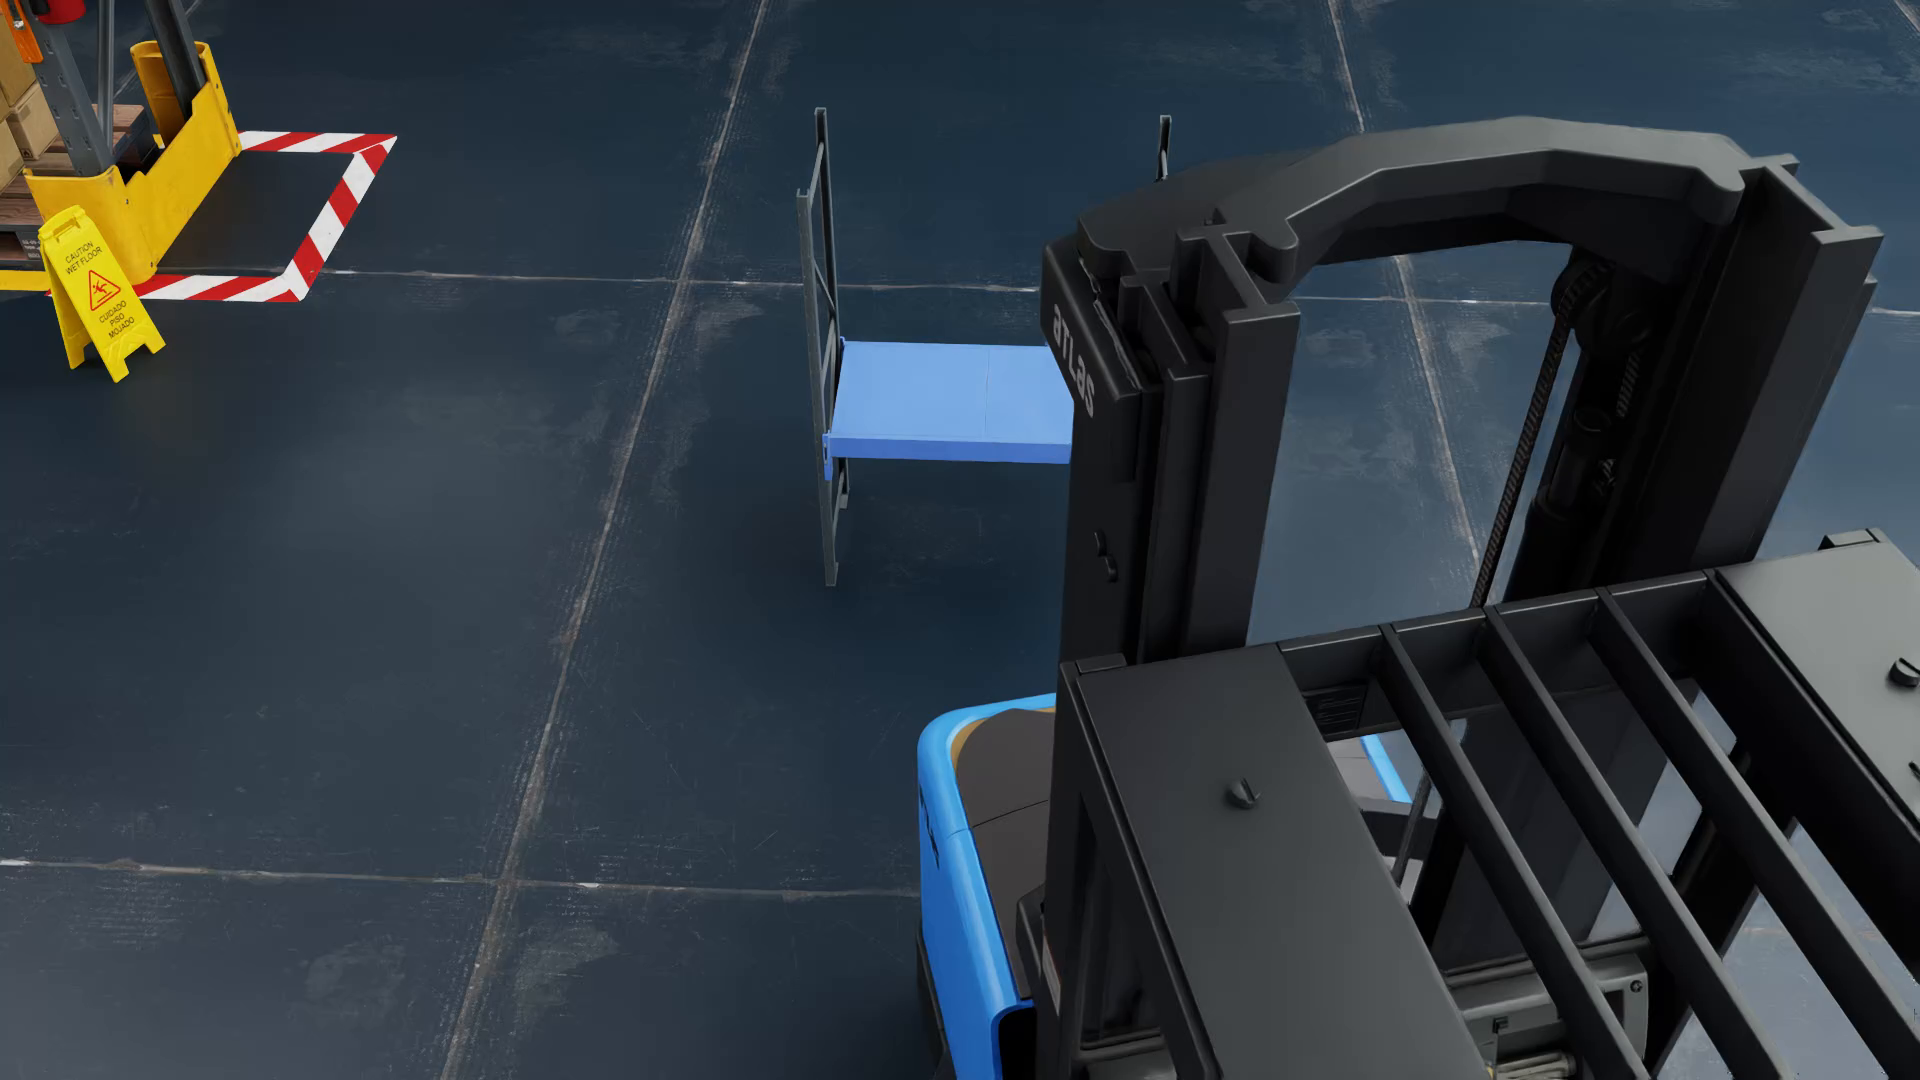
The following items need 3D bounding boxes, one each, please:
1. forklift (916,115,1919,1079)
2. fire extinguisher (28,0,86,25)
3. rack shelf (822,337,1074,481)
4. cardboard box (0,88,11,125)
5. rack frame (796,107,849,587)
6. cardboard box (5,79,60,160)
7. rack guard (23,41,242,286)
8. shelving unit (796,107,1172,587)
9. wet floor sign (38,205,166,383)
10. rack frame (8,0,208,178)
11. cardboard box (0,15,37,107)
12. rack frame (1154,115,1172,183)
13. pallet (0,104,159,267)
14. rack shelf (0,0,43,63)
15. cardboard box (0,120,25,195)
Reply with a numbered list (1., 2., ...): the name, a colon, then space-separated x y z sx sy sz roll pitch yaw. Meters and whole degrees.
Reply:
1. forklift: 0.711 1.017 2.508 1.130 2.935 3.031 -9 44 -9
2. fire extinguisher: -3.347 -2.203 5.971 0.183 0.674 0.296 2 43 2
3. rack shelf: 0.085 -0.415 5.359 1.000 0.185 0.538 2 43 2
4. cardboard box: -4.253 -1.818 6.660 0.500 0.500 0.500 2 43 2
5. rack frame: -0.423 -0.562 5.253 0.032 1.500 0.500 2 43 2
6. cardboard box: -4.234 -1.910 7.308 0.500 0.250 0.500 1 43 2
7. rack guard: -3.516 -1.637 7.140 0.348 0.500 1.175 2 43 2
8. shelving unit: 0.085 -0.546 5.236 1.048 1.500 0.538 2 43 2
9. wet floor sign: -3.299 -0.953 6.300 0.232 0.644 0.267 16 45 16
10. rack frame: -3.440 -2.549 6.286 0.127 3.000 1.000 2 43 2
11. cardboard box: -4.258 -2.184 7.053 0.500 0.500 0.500 0 43 0
12. rack frame: 0.593 -0.531 5.219 0.032 1.500 0.500 2 43 2
13. pallet: -4.326 -1.580 7.291 1.213 0.211 1.003 2 43 2
14. rack shelf: -5.438 -2.347 6.597 4.000 0.370 1.077 2 43 2
15. cardboard box: -4.284 -1.539 6.910 0.500 0.250 0.500 2 43 2
